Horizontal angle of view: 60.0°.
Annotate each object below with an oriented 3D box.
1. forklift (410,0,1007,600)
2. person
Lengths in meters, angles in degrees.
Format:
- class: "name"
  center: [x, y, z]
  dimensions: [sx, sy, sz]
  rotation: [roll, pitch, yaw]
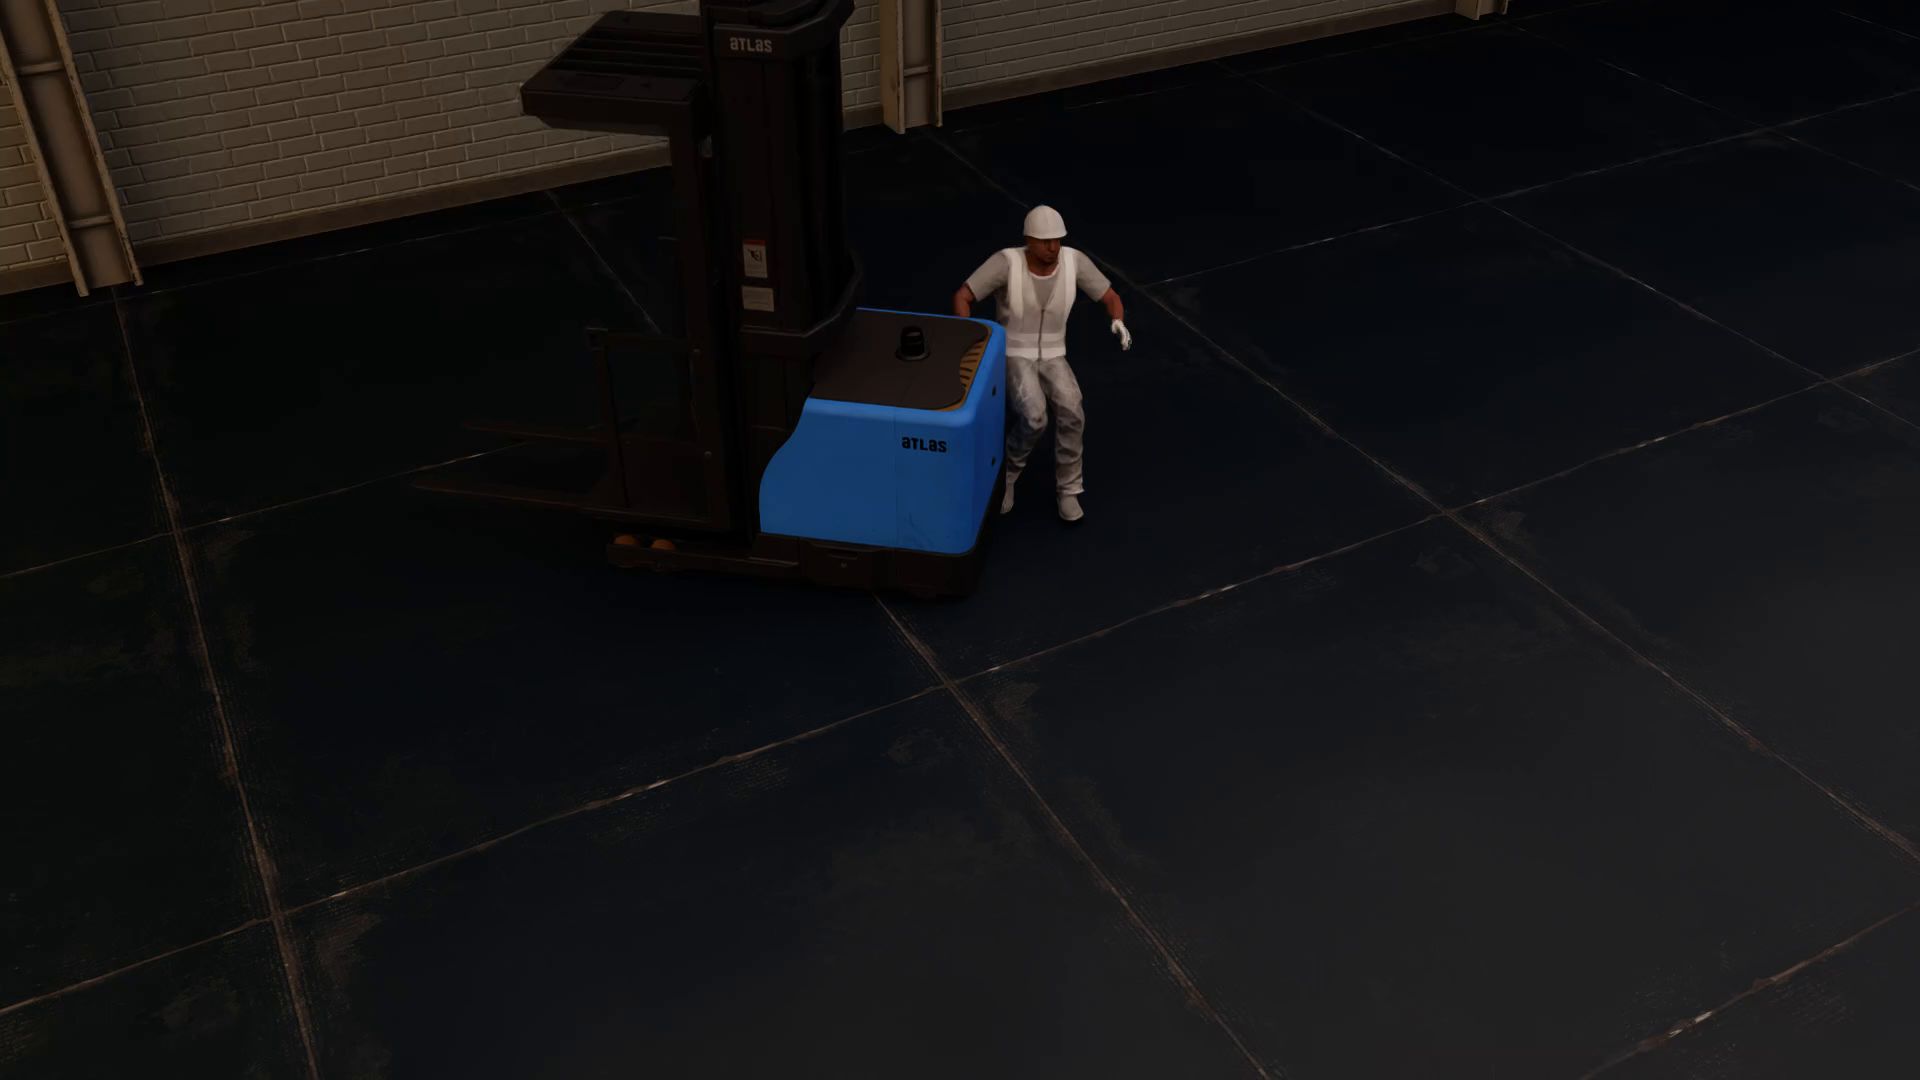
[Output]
- class: "forklift"
  center: [-1.324, -1.322, 7.993]
  dimensions: [3.031, 2.935, 1.130]
  rotation: [7, 36, 9]
- class: "person"
  center: [0.459, -0.922, 8.651]
  dimensions: [0.922, 1.540, 0.885]
  rotation: [-14, 38, -19]
